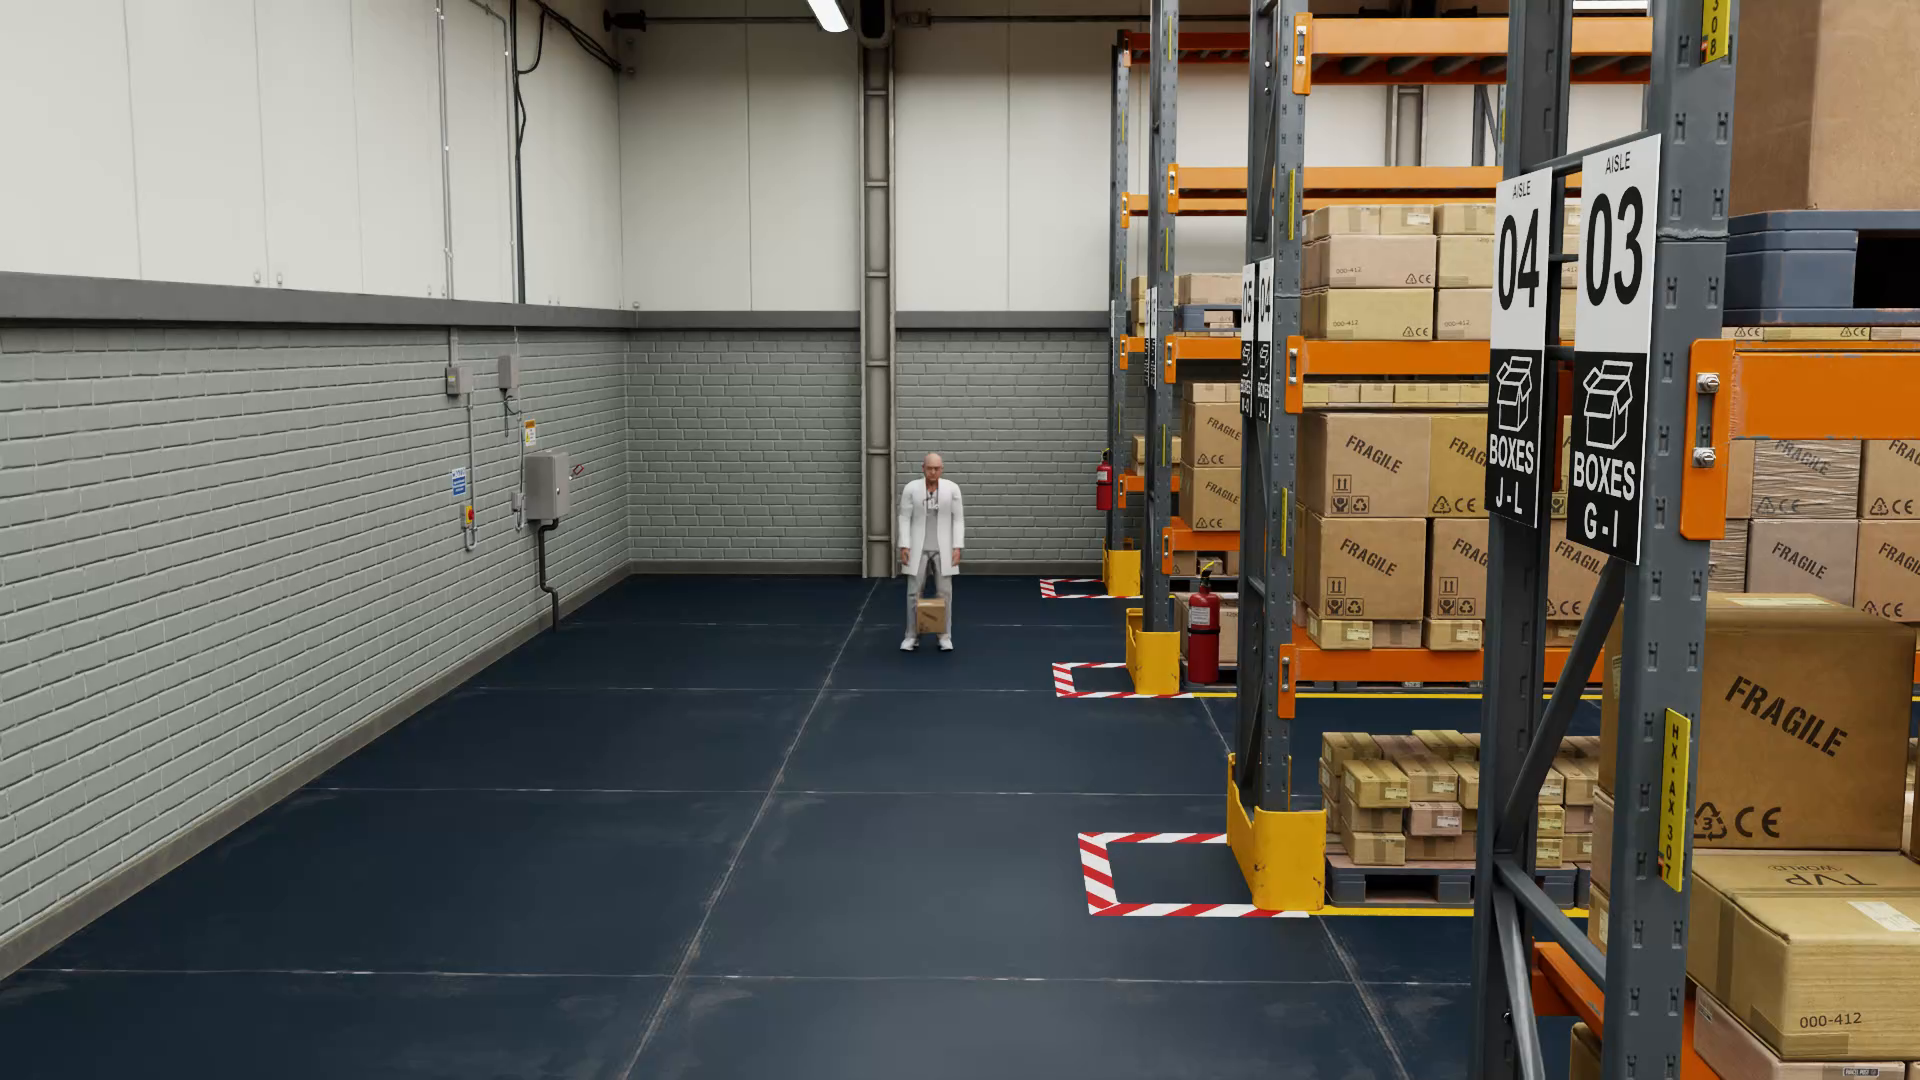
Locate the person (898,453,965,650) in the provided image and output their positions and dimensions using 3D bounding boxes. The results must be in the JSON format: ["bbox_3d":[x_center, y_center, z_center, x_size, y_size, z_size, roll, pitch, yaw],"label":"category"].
[{"bbox_3d":[-0.259,0.100,15.009,0.601,1.776,0.425,0,7,-1],"label":"person"}]
